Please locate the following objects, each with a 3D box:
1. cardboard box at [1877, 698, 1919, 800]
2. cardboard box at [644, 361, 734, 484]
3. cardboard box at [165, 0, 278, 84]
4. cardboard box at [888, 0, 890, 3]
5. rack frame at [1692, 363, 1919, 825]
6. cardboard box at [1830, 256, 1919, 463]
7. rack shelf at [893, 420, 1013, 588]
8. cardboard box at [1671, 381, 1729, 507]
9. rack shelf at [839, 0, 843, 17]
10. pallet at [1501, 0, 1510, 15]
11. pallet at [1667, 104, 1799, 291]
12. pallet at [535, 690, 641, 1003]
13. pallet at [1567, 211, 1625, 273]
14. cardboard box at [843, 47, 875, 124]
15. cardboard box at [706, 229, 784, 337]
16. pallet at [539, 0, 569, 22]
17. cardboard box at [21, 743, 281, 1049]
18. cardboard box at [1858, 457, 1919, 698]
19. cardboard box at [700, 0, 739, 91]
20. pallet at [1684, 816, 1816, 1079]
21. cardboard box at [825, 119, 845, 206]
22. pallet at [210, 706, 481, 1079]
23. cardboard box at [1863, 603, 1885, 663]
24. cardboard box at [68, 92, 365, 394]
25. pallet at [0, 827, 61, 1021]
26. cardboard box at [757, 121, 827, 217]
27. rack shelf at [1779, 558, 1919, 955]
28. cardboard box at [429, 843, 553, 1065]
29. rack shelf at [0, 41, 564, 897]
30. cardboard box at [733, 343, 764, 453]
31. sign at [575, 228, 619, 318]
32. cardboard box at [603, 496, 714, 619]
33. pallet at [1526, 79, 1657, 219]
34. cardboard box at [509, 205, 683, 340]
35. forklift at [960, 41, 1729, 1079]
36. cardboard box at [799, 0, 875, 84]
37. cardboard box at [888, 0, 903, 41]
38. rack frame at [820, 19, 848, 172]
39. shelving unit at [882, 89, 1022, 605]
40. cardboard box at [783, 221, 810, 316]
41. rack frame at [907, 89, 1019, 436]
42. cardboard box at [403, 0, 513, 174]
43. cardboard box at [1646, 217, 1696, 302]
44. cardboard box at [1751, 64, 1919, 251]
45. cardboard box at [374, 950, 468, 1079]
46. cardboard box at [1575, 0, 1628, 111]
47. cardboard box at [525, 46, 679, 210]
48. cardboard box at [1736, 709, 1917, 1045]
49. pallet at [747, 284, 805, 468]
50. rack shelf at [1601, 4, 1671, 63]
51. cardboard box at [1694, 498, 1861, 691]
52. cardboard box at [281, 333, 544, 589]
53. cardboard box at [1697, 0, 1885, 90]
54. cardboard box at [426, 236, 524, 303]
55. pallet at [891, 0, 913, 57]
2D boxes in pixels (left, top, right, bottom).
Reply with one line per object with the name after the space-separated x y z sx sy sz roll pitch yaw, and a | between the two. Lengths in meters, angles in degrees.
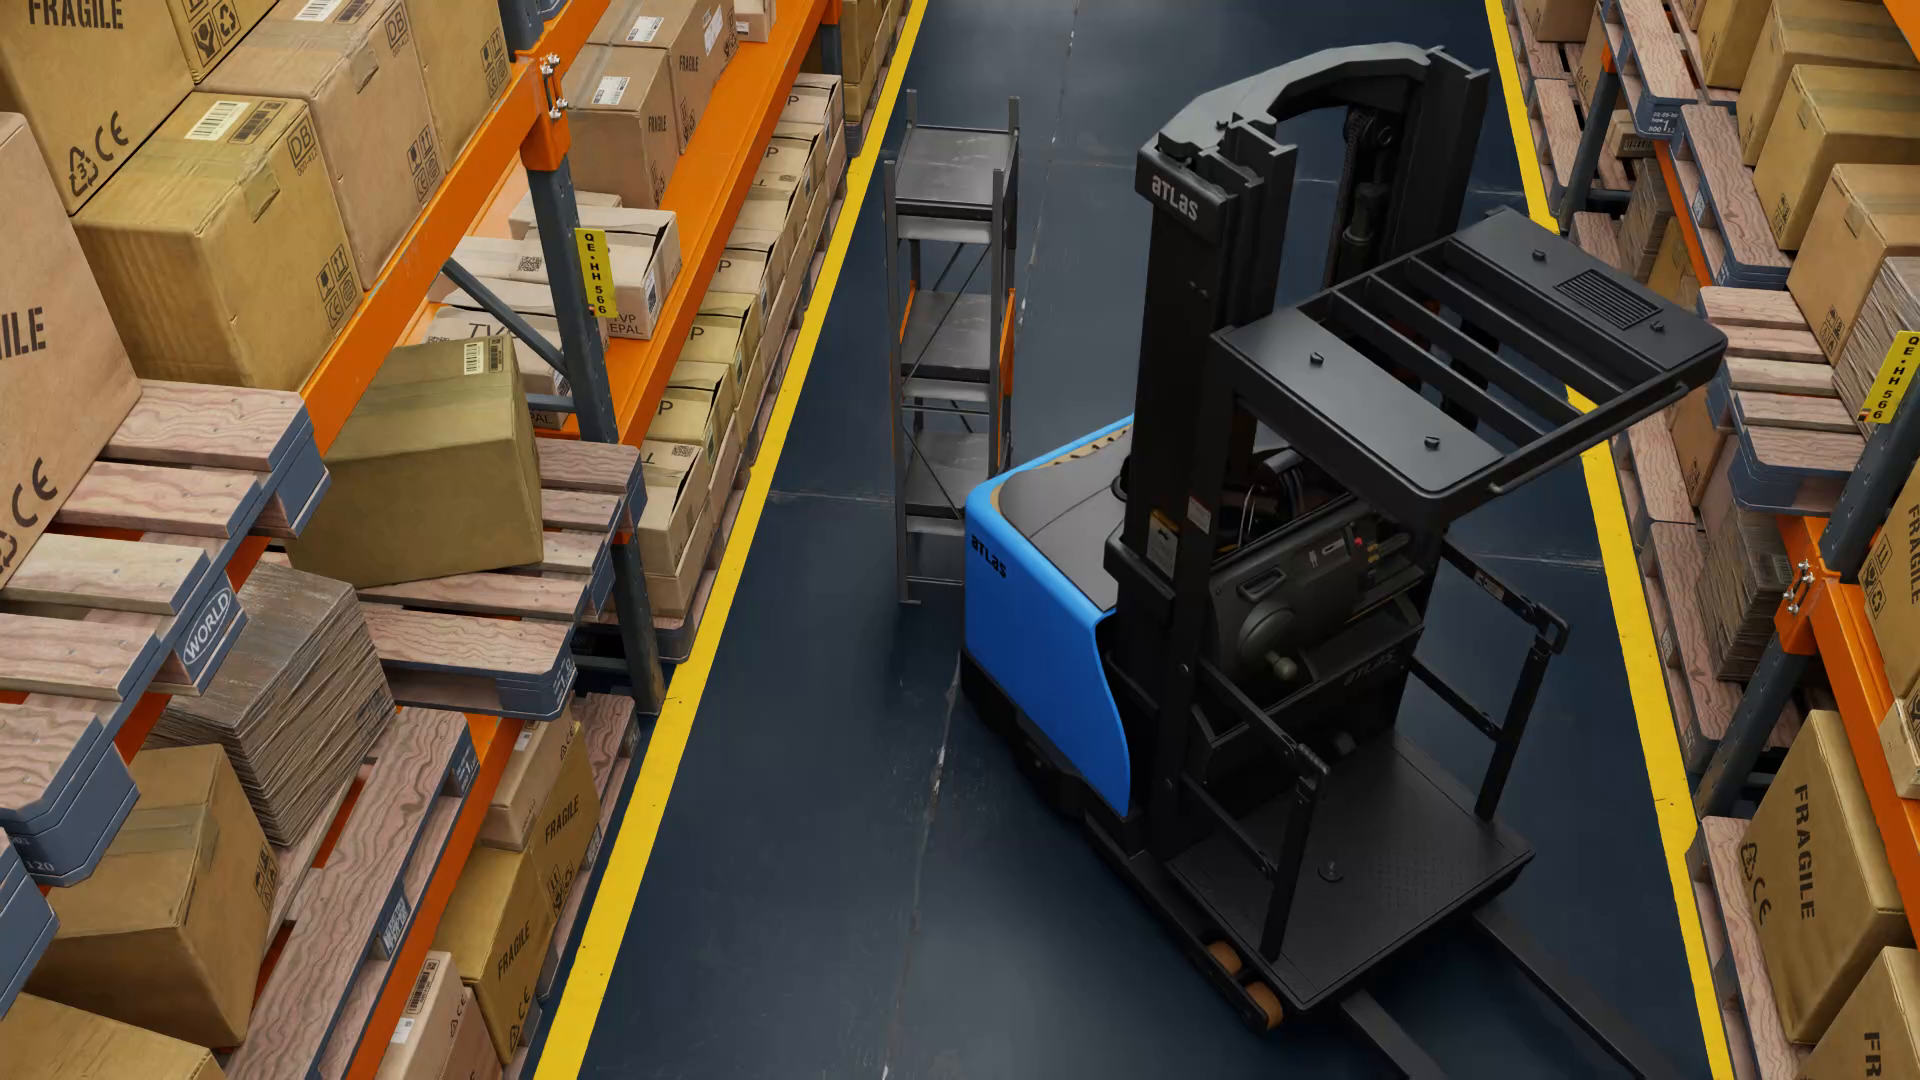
2.804 0.600 4.626 0.380 0.149 0.250 6 44 7 | cardboard box
-1.251 -0.527 6.933 0.500 0.311 0.500 4 44 4 | cardboard box
-1.804 -1.324 3.507 0.500 0.500 0.500 5 44 6 | cardboard box
-0.640 -3.601 10.043 0.500 0.500 0.500 5 44 6 | cardboard box
3.238 -0.032 5.124 1.000 3.000 0.127 5 44 6 | rack frame
3.291 -0.549 5.278 0.700 0.500 0.500 1 43 1 | cardboard box
-0.022 -0.131 6.922 0.431 0.518 0.480 5 44 6 | rack shelf
3.503 -0.461 7.076 0.700 0.500 0.500 5 44 5 | cardboard box
-0.879 -4.308 10.163 1.077 0.370 4.000 5 44 6 | rack shelf
4.144 -3.869 11.205 1.003 0.211 1.213 5 44 6 | pallet
3.460 -1.315 6.619 1.003 0.211 1.213 5 44 6 | pallet
-1.808 1.038 6.022 1.003 0.211 1.213 5 44 6 | pallet
3.666 -1.215 8.402 1.003 0.211 1.213 5 44 6 | pallet
-0.782 -2.648 9.582 0.500 0.250 0.500 5 44 6 | cardboard box
-1.114 -1.224 7.670 0.500 0.311 0.500 5 44 5 | cardboard box
-1.671 -1.971 5.128 1.213 0.211 1.003 7 44 7 | pallet
-2.029 0.848 3.817 0.700 0.500 0.500 -5 44 -5 | cardboard box
2.921 0.124 4.656 0.500 0.500 0.500 6 44 7 | cardboard box
-1.331 -2.361 7.512 0.500 0.500 0.500 8 44 9 | cardboard box
3.059 1.511 5.523 1.003 0.211 1.213 5 44 6 | pallet
-0.911 -2.051 8.951 0.500 0.250 0.500 5 44 5 | cardboard box
-1.925 0.916 4.263 1.003 0.211 1.213 5 44 6 | pallet
2.965 0.255 4.989 0.380 0.149 0.250 5 44 5 | cardboard box
-1.833 -0.603 3.473 0.910 0.500 0.500 5 44 6 | cardboard box
-2.045 0.787 2.214 1.213 0.211 1.003 5 44 6 | pallet
-0.975 -1.906 8.390 0.500 0.311 0.500 6 44 7 | cardboard box
2.974 1.592 3.932 1.077 0.370 4.000 5 44 6 | rack shelf
-1.632 1.279 5.237 0.500 0.500 0.500 4 44 4 | cardboard box
-1.937 0.055 3.374 1.077 0.370 4.000 5 44 6 | rack shelf
-1.184 -0.662 7.484 0.500 0.250 0.500 4 44 4 | cardboard box
-1.133 -0.829 5.181 0.100 0.325 0.005 5 44 6 | sign
-1.312 0.036 6.747 0.500 0.250 0.500 5 44 5 | cardboard box
3.821 -2.207 9.449 1.003 0.211 1.213 5 44 6 | pallet
-1.362 -1.039 6.253 0.500 0.311 0.500 5 44 5 | cardboard box
1.248 0.190 4.940 1.130 2.935 3.031 -25 49 -24 | forklift
-0.772 -2.920 9.323 0.500 0.500 0.500 5 44 6 | cardboard box
-0.639 -3.329 10.301 0.500 0.250 0.500 5 44 6 | cardboard box
-1.143 -3.206 8.476 1.000 3.000 0.127 5 44 6 | rack frame
-0.022 -0.650 6.431 0.431 2.100 0.503 5 44 6 | shelving unit
-1.047 -1.358 8.219 0.500 0.250 0.500 6 44 6 | cardboard box
0.010 -0.816 6.607 0.400 2.100 0.015 5 44 6 | rack frame
-1.697 -1.305 4.214 0.910 0.500 0.500 5 44 6 | cardboard box
3.668 -1.150 7.804 0.700 0.500 0.500 4 44 5 | cardboard box
3.433 -1.401 6.177 0.700 0.500 0.500 5 44 6 | cardboard box
-1.698 1.391 4.574 0.500 0.250 0.500 4 44 5 | cardboard box
3.865 -2.721 9.463 0.500 0.500 0.500 2 43 2 | cardboard box
-1.467 -1.661 6.772 0.500 0.500 0.500 3 44 3 | cardboard box
3.011 1.085 5.202 0.750 0.750 0.750 5 44 5 | cardboard box
-1.361 -0.854 8.020 1.003 0.211 1.213 5 44 6 | pallet
4.032 -3.860 9.690 1.077 0.370 4.000 5 44 6 | rack shelf
3.282 0.220 6.356 0.700 0.500 0.500 6 44 6 | cardboard box
-1.644 -0.229 4.954 0.700 0.500 0.500 -8 44 -9 | cardboard box
3.585 -2.230 7.053 0.700 0.500 0.500 9 44 10 | cardboard box
-1.827 -1.027 6.358 0.380 0.149 0.250 5 44 6 | cardboard box
-0.838 -3.565 10.884 1.003 0.211 1.213 5 44 6 | pallet
